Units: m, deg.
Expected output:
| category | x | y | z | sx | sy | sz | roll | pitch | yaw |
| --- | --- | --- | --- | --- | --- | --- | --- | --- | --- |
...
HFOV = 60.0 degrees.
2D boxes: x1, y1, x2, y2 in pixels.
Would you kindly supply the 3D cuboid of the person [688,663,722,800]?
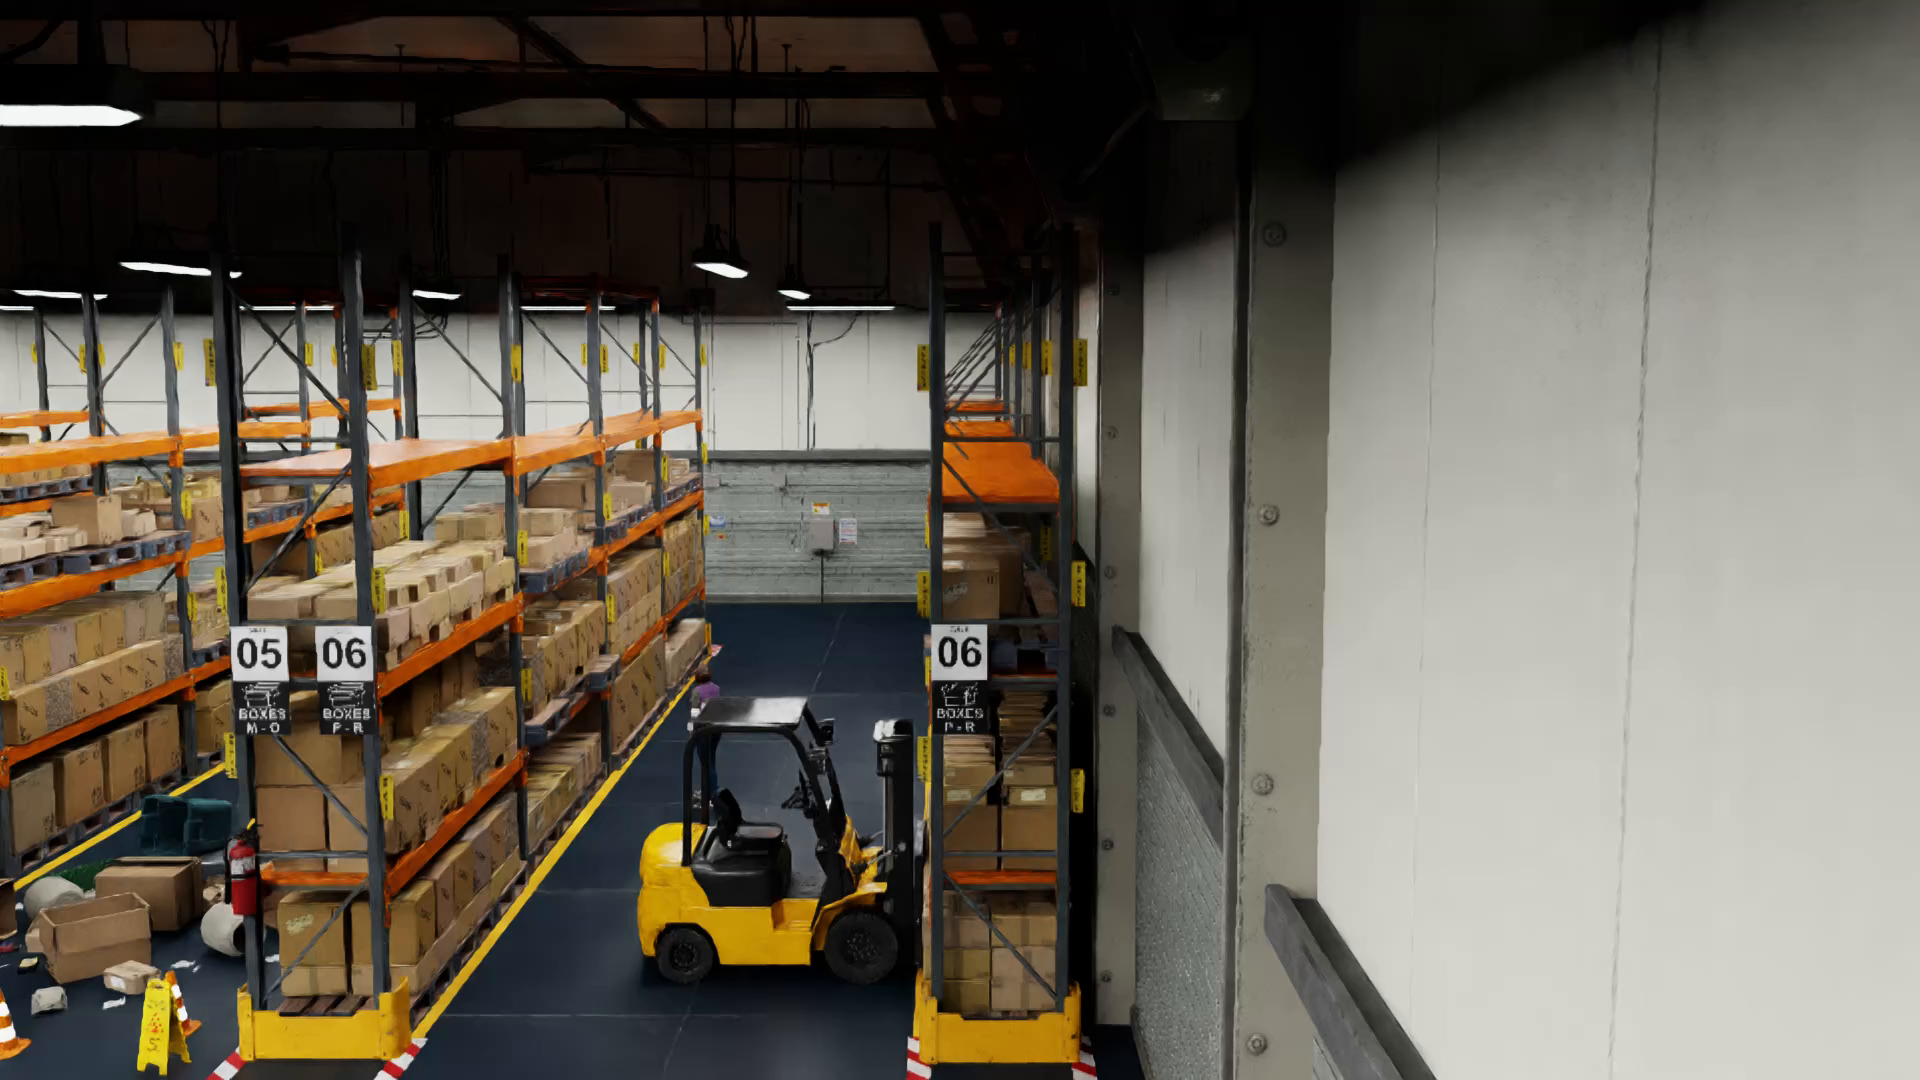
| category | x | y | z | sx | sy | sz | roll | pitch | yaw |
| --- | --- | --- | --- | --- | --- | --- | --- | --- | --- |
| person | -2.820 | 2.149 | 18.719 | 0.402 | 1.524 | 0.502 | 4 | 8 | 31 |
